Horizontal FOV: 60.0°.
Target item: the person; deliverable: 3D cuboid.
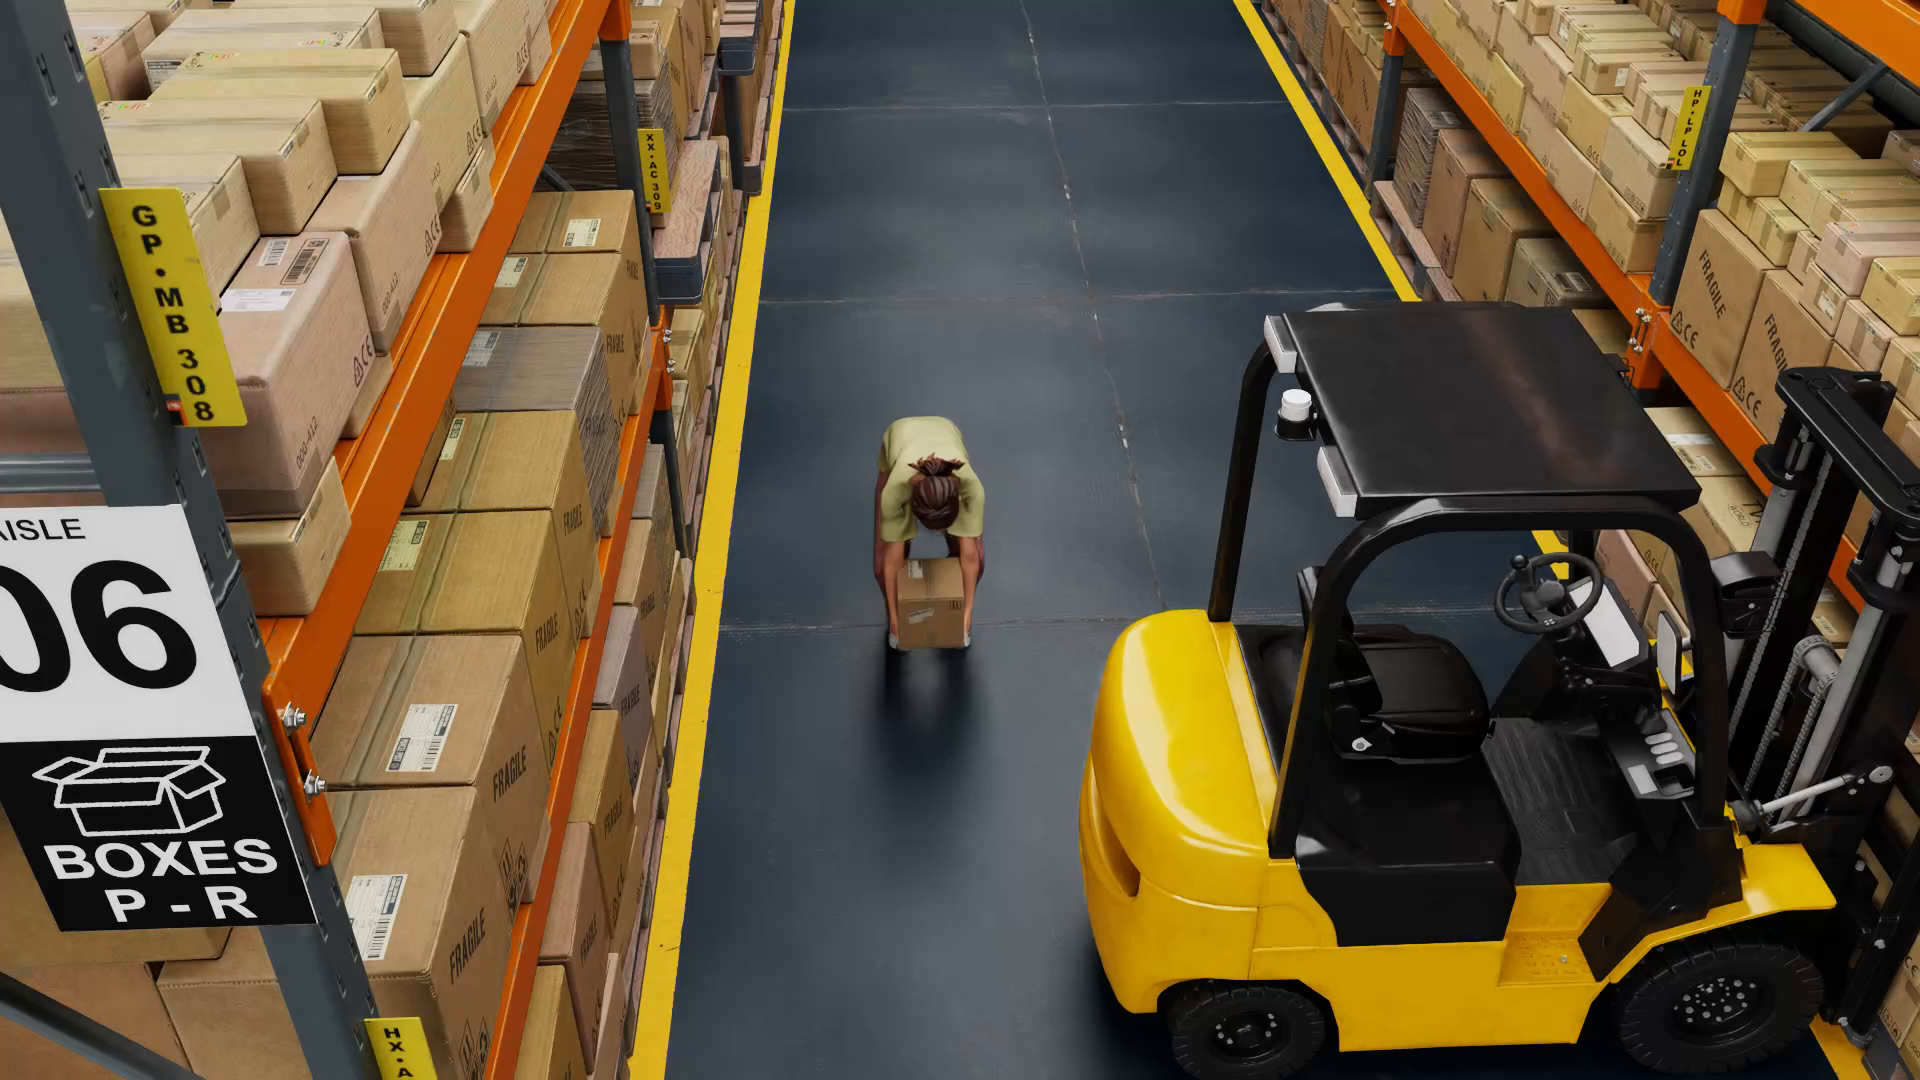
[{"bbox_3d":[-0.119,0.037,6.574,0.450,1.121,0.858,-3,35,-4],"label":"person"}]
